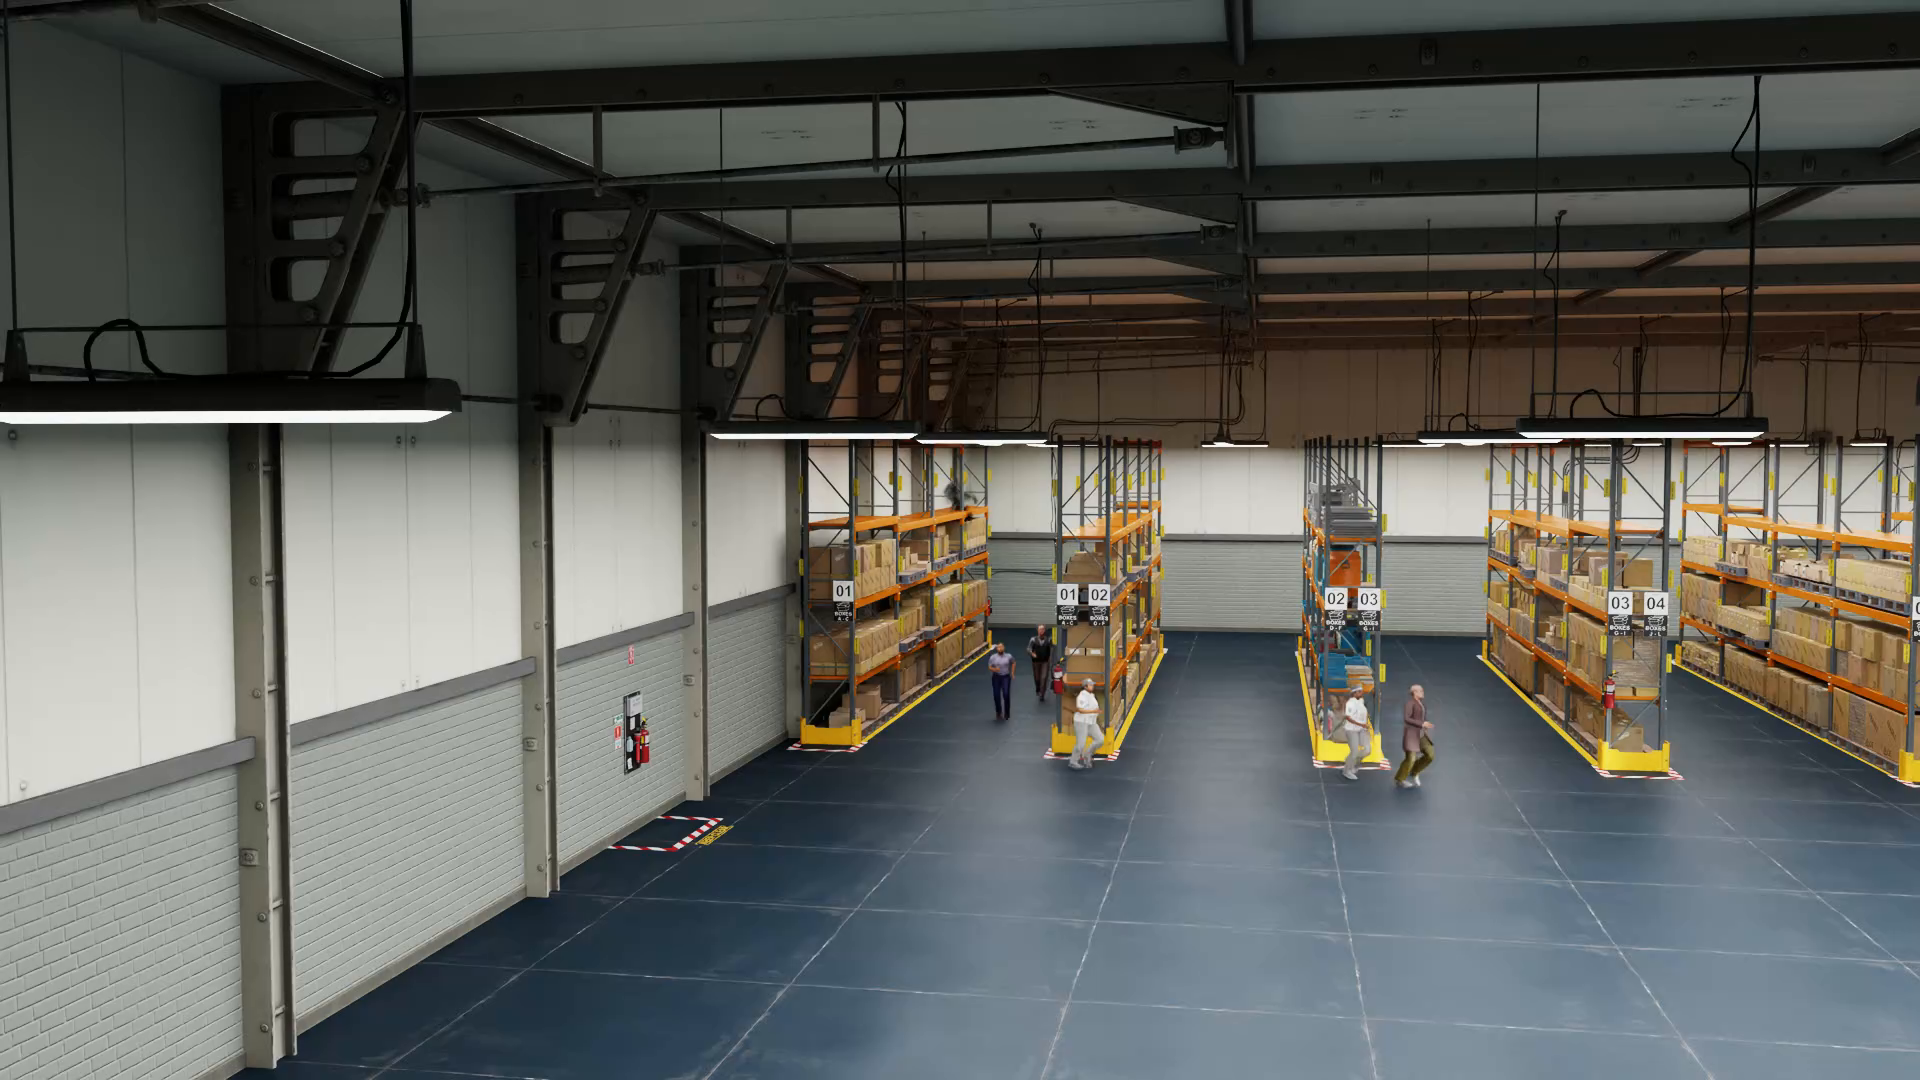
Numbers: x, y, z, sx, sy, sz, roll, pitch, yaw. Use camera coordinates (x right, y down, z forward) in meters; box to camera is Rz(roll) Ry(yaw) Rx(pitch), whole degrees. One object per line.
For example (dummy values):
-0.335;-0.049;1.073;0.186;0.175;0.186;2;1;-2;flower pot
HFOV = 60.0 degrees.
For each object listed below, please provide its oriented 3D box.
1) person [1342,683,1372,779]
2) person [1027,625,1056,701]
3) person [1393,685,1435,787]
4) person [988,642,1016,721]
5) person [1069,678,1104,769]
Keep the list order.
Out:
6.967;3.325;28.999;0.607;1.671;0.568;-3;4;-41;person
1.861;2.799;38.023;0.670;1.695;0.880;0;3;4;person
7.766;3.329;28.210;0.701;1.735;0.717;-3;4;-42;person
0.884;3.000;35.293;0.578;1.666;0.688;0;3;4;person
2.312;3.294;29.797;0.657;1.643;0.633;3;4;39;person
